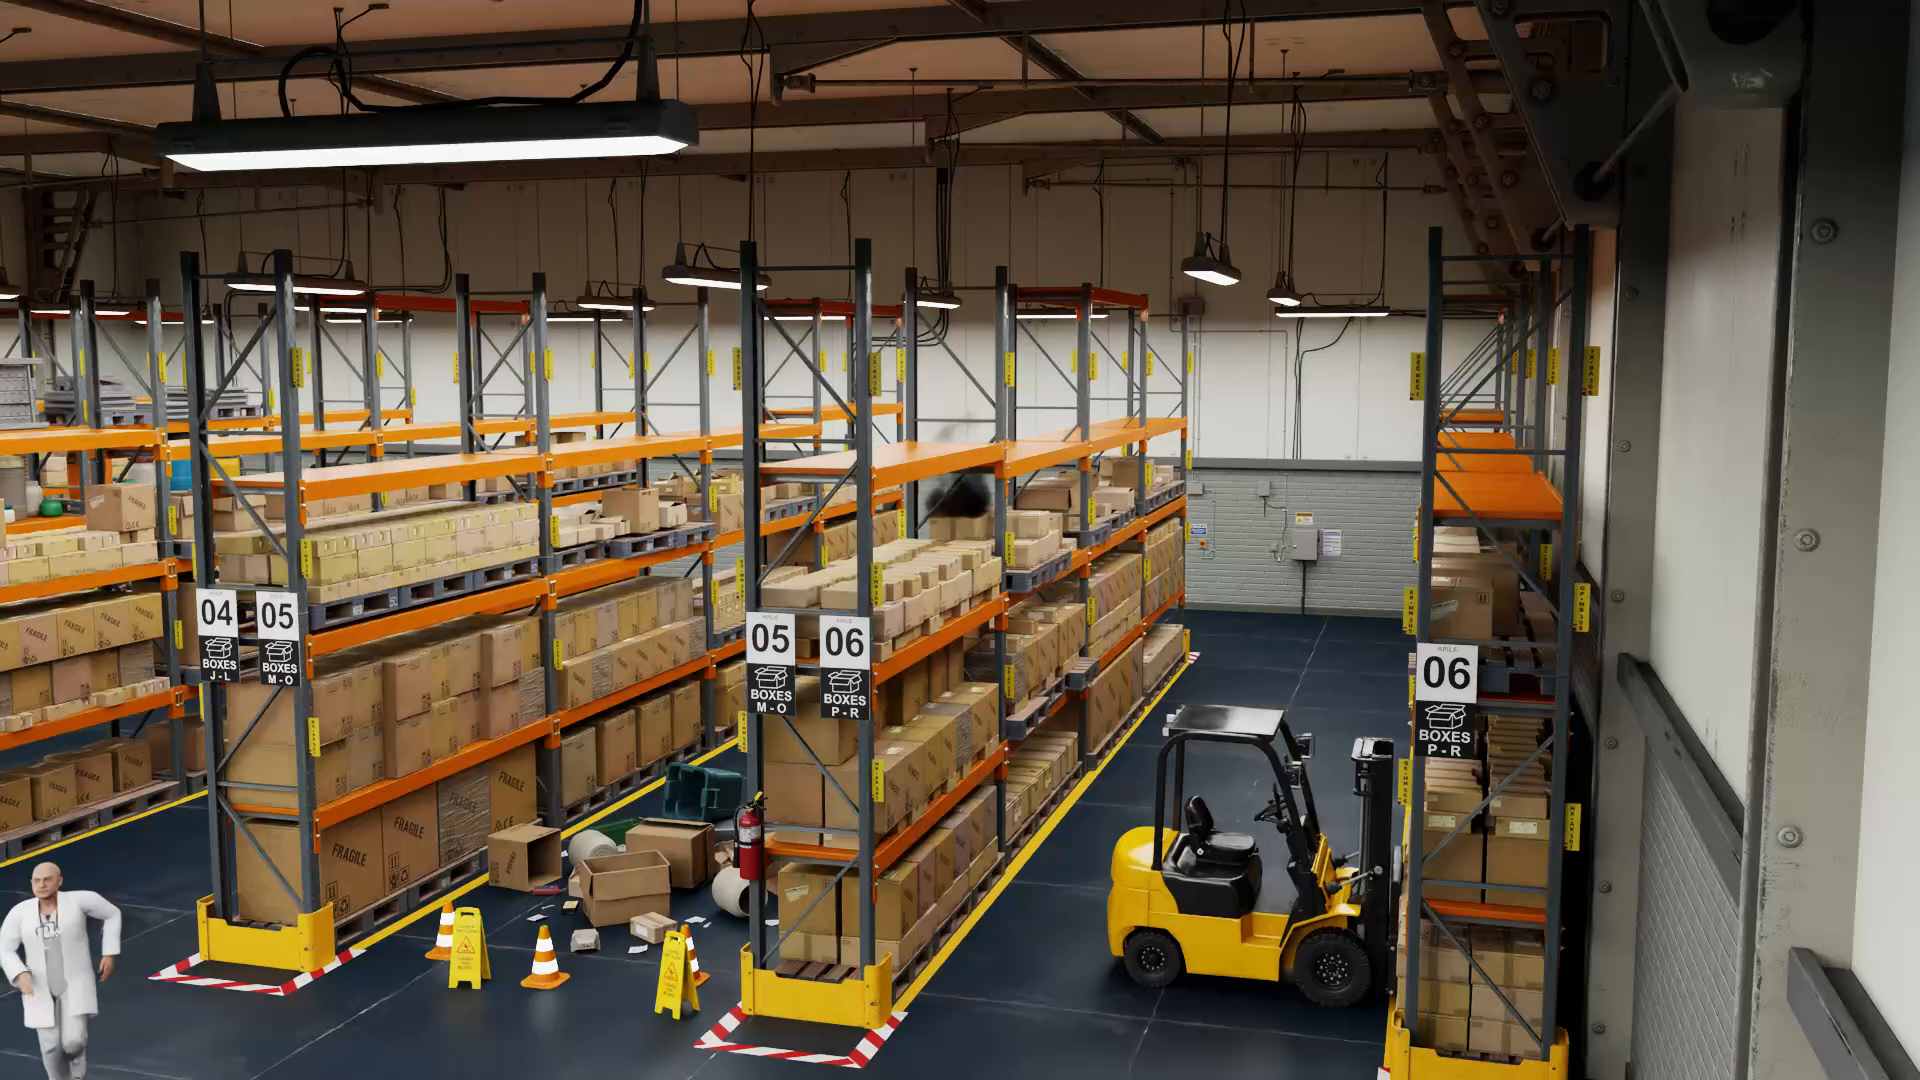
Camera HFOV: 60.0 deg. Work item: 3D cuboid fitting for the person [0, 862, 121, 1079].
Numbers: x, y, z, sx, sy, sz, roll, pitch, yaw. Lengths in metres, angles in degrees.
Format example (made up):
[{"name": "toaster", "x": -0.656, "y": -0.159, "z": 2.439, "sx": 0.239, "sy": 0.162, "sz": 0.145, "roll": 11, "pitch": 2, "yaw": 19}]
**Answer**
[{"name": "person", "x": -6.134, "y": 3.047, "z": 11.329, "sx": 0.747, "sy": 1.739, "sz": 0.680, "roll": -2, "pitch": 7, "yaw": -20}]
